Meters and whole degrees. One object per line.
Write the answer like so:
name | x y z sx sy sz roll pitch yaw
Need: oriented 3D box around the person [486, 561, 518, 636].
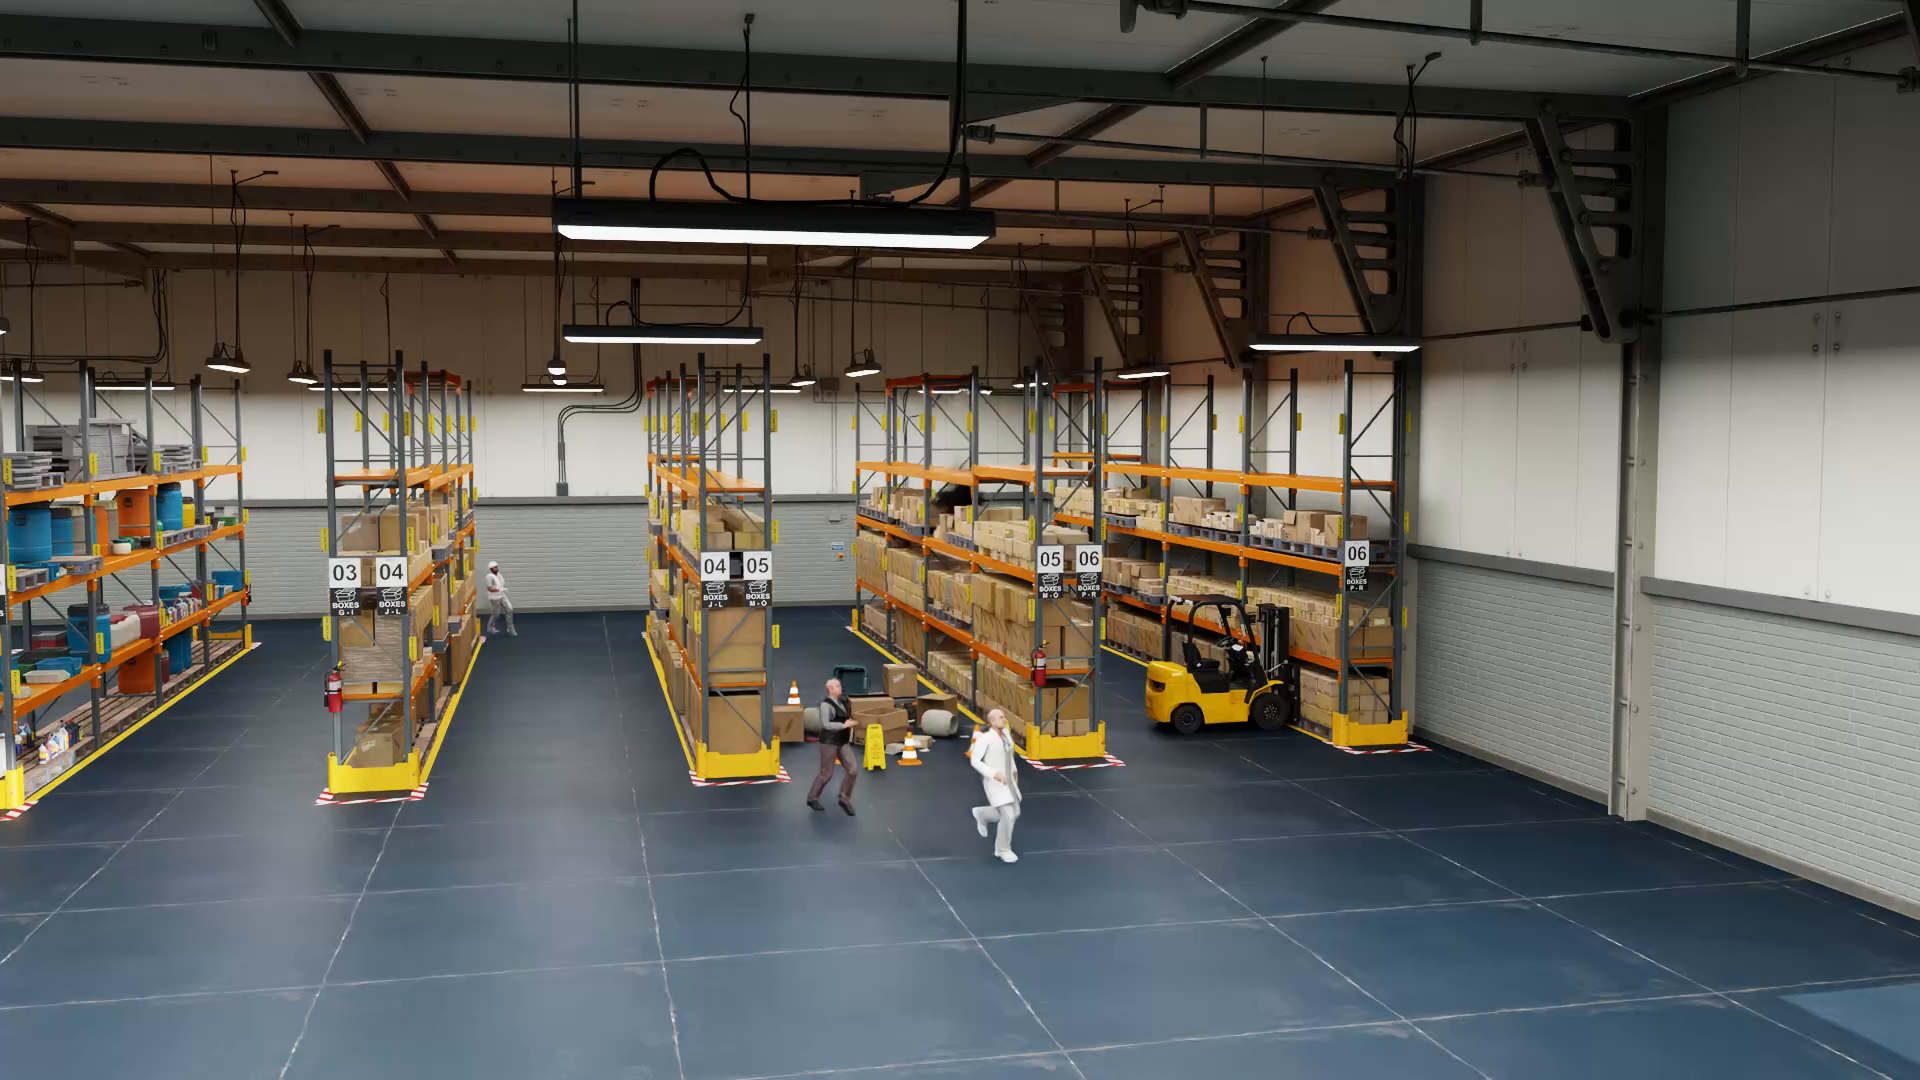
person | -10.882 1.386 39.159 0.831 1.781 0.688 2 4 21

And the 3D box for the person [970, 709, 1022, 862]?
person | 0.396 2.909 19.229 0.713 1.538 0.742 3 5 35

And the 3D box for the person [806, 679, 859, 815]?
person | -1.614 2.666 21.291 0.768 1.794 0.657 2 5 29
